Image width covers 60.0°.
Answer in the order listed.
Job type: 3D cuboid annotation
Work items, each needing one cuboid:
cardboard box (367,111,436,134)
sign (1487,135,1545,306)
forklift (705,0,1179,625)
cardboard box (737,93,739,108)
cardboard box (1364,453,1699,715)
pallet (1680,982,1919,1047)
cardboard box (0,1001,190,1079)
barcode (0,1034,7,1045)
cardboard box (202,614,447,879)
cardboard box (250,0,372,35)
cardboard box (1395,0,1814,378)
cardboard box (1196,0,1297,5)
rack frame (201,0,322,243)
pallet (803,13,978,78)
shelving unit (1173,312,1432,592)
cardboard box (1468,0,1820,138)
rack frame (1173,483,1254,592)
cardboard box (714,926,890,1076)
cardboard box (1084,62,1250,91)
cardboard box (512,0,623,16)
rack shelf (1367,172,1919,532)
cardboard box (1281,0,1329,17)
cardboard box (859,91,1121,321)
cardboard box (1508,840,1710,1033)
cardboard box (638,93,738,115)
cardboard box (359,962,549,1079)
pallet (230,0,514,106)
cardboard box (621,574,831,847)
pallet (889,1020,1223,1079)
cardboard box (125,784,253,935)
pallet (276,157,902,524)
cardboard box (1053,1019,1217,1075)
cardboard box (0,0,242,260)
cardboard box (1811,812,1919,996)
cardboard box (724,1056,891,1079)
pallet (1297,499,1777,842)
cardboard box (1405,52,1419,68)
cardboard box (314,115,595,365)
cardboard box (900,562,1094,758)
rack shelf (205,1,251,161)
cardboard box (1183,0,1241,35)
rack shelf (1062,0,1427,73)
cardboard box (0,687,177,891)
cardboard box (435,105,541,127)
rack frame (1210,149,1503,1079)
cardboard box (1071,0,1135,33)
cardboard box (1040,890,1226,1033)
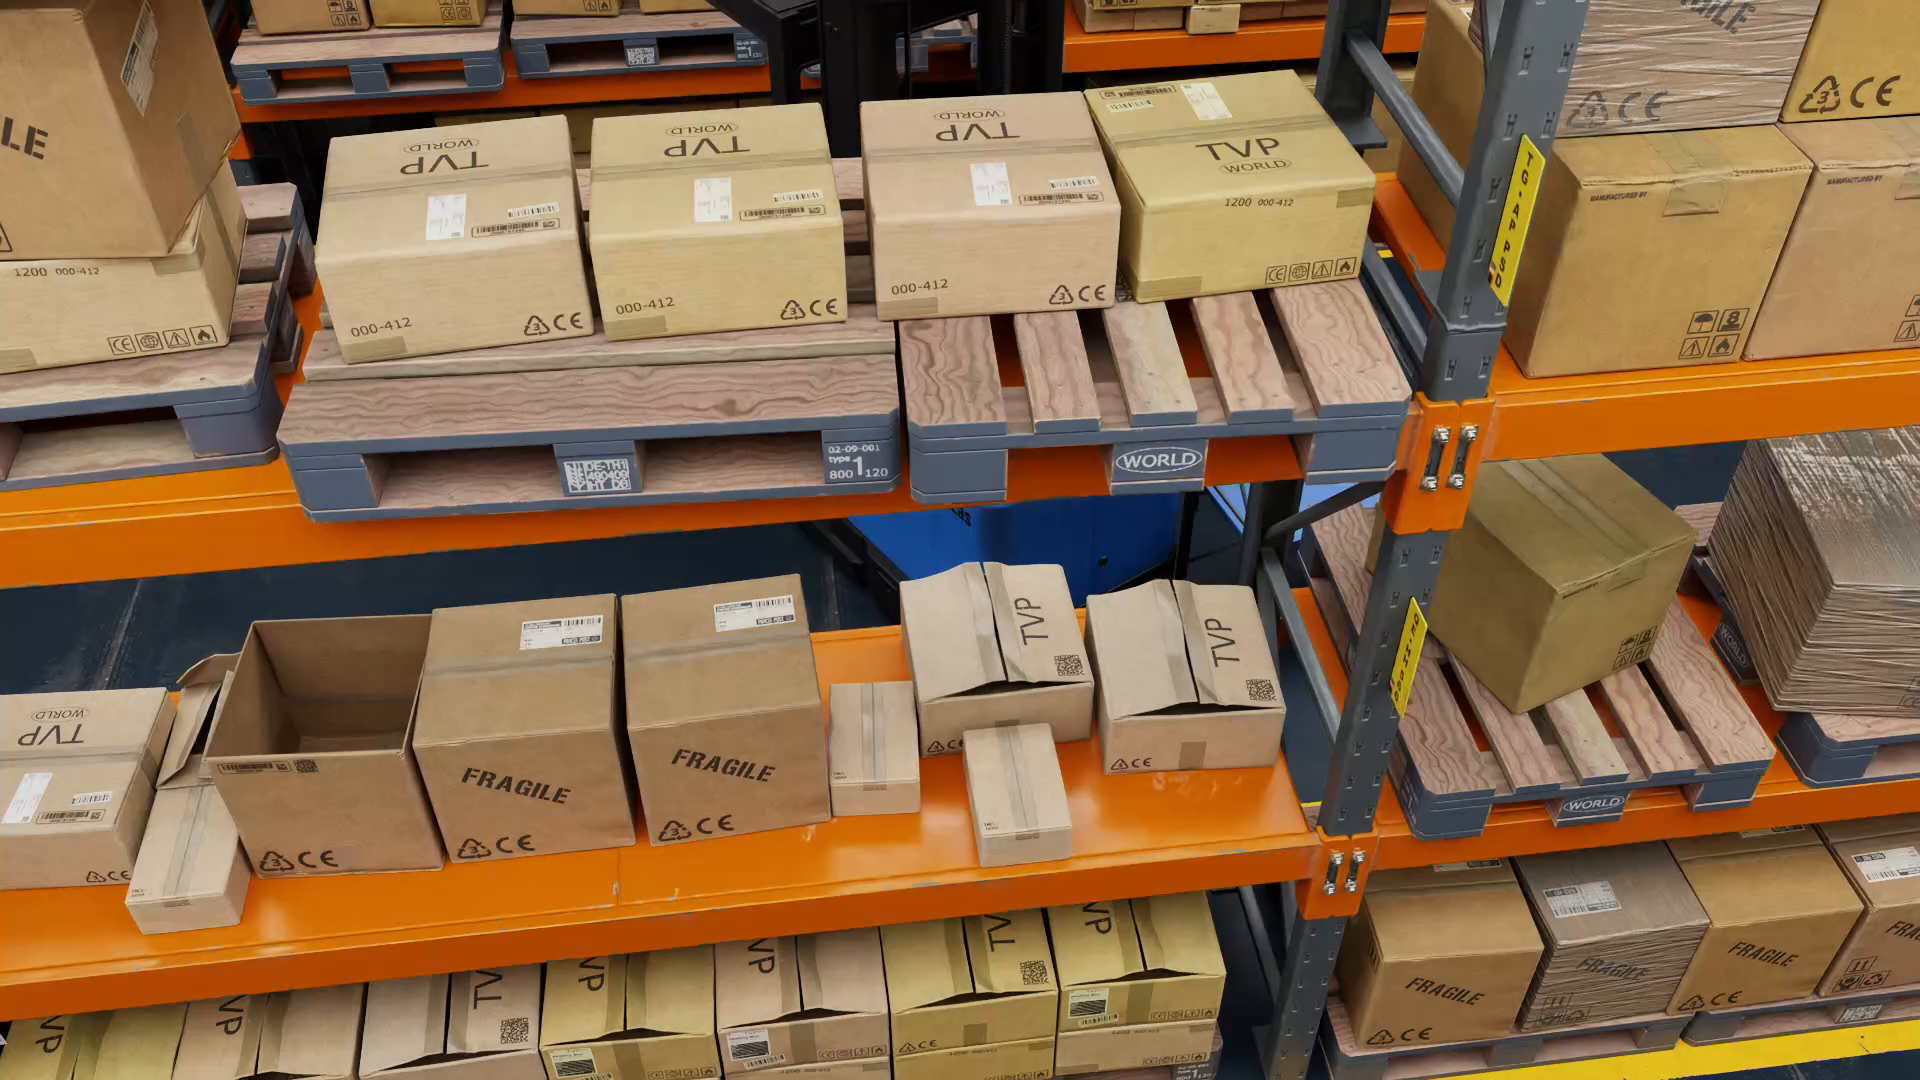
[{"bbox_3d":[-2.873,-1.902,8.872,0.500,0.500,0.700,-4,42,-4],"label":"cardboard box"},{"bbox_3d":[1.075,-0.615,3.223,0.005,0.325,0.100,-5,42,-6],"label":"sign"},{"bbox_3d":[-0.369,-1.425,6.857,1.130,2.935,3.031,-26,48,-26],"label":"forklift"},{"bbox_3d":[-1.357,-2.047,9.033,0.500,0.500,0.700,-5,42,-6],"label":"cardboard box"},{"bbox_3d":[1.621,0.028,4.806,0.500,0.500,0.700,-19,45,-20],"label":"cardboard box"},{"bbox_3d":[2.964,1.243,5.930,1.213,0.211,1.003,-5,42,-6],"label":"pallet"},{"bbox_3d":[-2.513,1.484,4.901,0.500,0.311,0.500,-5,42,-5],"label":"cardboard box"},{"bbox_3d":[-2.648,1.361,4.538,0.075,0.075,0.001,-5,42,-6],"label":"barcode"},{"bbox_3d":[-1.669,0.559,4.531,0.500,0.500,0.500,-2,42,-2],"label":"cardboard box"},{"bbox_3d":[-3.092,-2.814,7.942,0.500,0.500,0.700,-5,42,-5],"label":"cardboard box"},{"bbox_3d":[1.440,-0.861,3.865,0.500,0.500,0.910,-5,42,-6],"label":"cardboard box"},{"bbox_3d":[1.401,-3.005,8.246,0.500,0.500,0.500,-4,42,-4],"label":"cardboard box"},{"bbox_3d":[-3.601,-2.591,8.099,0.127,3.000,1.000,-5,42,-6],"label":"rack frame"},{"bbox_3d":[-0.327,-2.735,8.401,1.003,0.211,1.213,-5,42,-6],"label":"pallet"},{"bbox_3d":[1.503,-0.300,6.678,1.048,1.500,0.538,-15,44,-16],"label":"shelving unit"},{"bbox_3d":[1.445,-1.205,3.501,0.500,0.500,0.500,-5,42,-6],"label":"cardboard box"},{"bbox_3d":[1.029,-0.177,6.542,0.032,1.500,0.500,-15,44,-16],"label":"rack frame"},{"bbox_3d":[-0.491,1.308,5.096,0.500,0.311,0.500,-5,42,-6],"label":"cardboard box"},{"bbox_3d":[1.112,-2.273,9.037,0.750,0.750,0.750,-6,42,-6],"label":"cardboard box"},{"bbox_3d":[-1.888,-2.935,8.077,0.500,0.500,0.700,0,42,0],"label":"cardboard box"},{"bbox_3d":[2.994,-0.670,4.266,4.000,0.370,1.077,-5,42,-6],"label":"rack shelf"},{"bbox_3d":[1.737,-2.843,8.550,0.250,0.149,0.380,-4,42,-5],"label":"cardboard box"},{"bbox_3d":[0.051,-0.729,3.593,0.500,0.250,0.500,-4,42,-4],"label":"cardboard box"},{"bbox_3d":[2.018,1.217,5.415,0.500,0.500,0.500,-6,42,-7],"label":"cardboard box"},{"bbox_3d":[-1.424,-2.299,8.753,0.500,0.250,0.500,-5,42,-6],"label":"cardboard box"},{"bbox_3d":[-1.503,1.399,4.996,0.500,0.311,0.500,-6,42,-7],"label":"cardboard box"},{"bbox_3d":[-2.824,-2.490,8.129,1.213,0.211,1.003,-5,42,-6],"label":"pallet"},{"bbox_3d":[-0.650,0.470,4.630,0.500,0.500,0.500,-7,43,-8],"label":"cardboard box"},{"bbox_3d":[0.190,1.432,5.720,1.213,0.211,1.003,-5,42,-6],"label":"pallet"},{"bbox_3d":[-2.050,0.850,4.471,0.250,0.149,0.380,-5,42,-6],"label":"cardboard box"},{"bbox_3d":[-0.758,-0.476,3.654,1.213,0.211,1.003,-3,42,-4],"label":"pallet"},{"bbox_3d":[0.521,1.423,5.387,0.500,0.250,0.500,-4,42,-5],"label":"cardboard box"},{"bbox_3d":[-1.777,-0.887,3.208,0.500,0.500,0.500,-1,42,-1],"label":"cardboard box"},{"bbox_3d":[3.033,1.128,5.513,0.500,0.500,0.500,-6,42,-7],"label":"cardboard box"},{"bbox_3d":[-0.488,1.512,5.288,0.500,0.250,0.500,-4,42,-5],"label":"cardboard box"},{"bbox_3d":[1.674,0.316,5.018,1.003,0.211,1.213,-5,42,-6],"label":"pallet"},{"bbox_3d":[2.823,-2.422,9.202,0.750,0.750,0.750,-4,42,-4],"label":"cardboard box"},{"bbox_3d":[-1.051,-0.641,3.496,0.500,0.250,0.500,-8,43,-9],"label":"cardboard box"},{"bbox_3d":[0.099,0.333,4.923,0.500,0.311,0.500,-5,42,-6],"label":"cardboard box"},{"bbox_3d":[-5.584,-2.151,8.147,4.000,0.370,1.077,-5,42,-6],"label":"rack shelf"},{"bbox_3d":[1.247,-2.711,8.403,0.250,0.149,0.380,-4,42,-4],"label":"cardboard box"},{"bbox_3d":[2.348,-2.845,8.917,4.000,0.370,1.077,-5,42,-6],"label":"rack shelf"},{"bbox_3d":[-2.472,0.682,4.581,0.500,0.250,0.500,-3,42,-3],"label":"cardboard box"},{"bbox_3d":[-2.437,-2.221,8.665,0.500,0.250,0.500,-6,42,-6],"label":"cardboard box"},{"bbox_3d":[1.011,0.351,4.837,0.127,3.000,1.000,-5,42,-6],"label":"rack frame"},{"bbox_3d":[0.722,-2.728,8.422,0.250,0.149,0.380,-6,42,-6],"label":"cardboard box"},{"bbox_3d":[0.524,1.217,5.197,0.500,0.311,0.500,-4,42,-4],"label":"cardboard box"}]
